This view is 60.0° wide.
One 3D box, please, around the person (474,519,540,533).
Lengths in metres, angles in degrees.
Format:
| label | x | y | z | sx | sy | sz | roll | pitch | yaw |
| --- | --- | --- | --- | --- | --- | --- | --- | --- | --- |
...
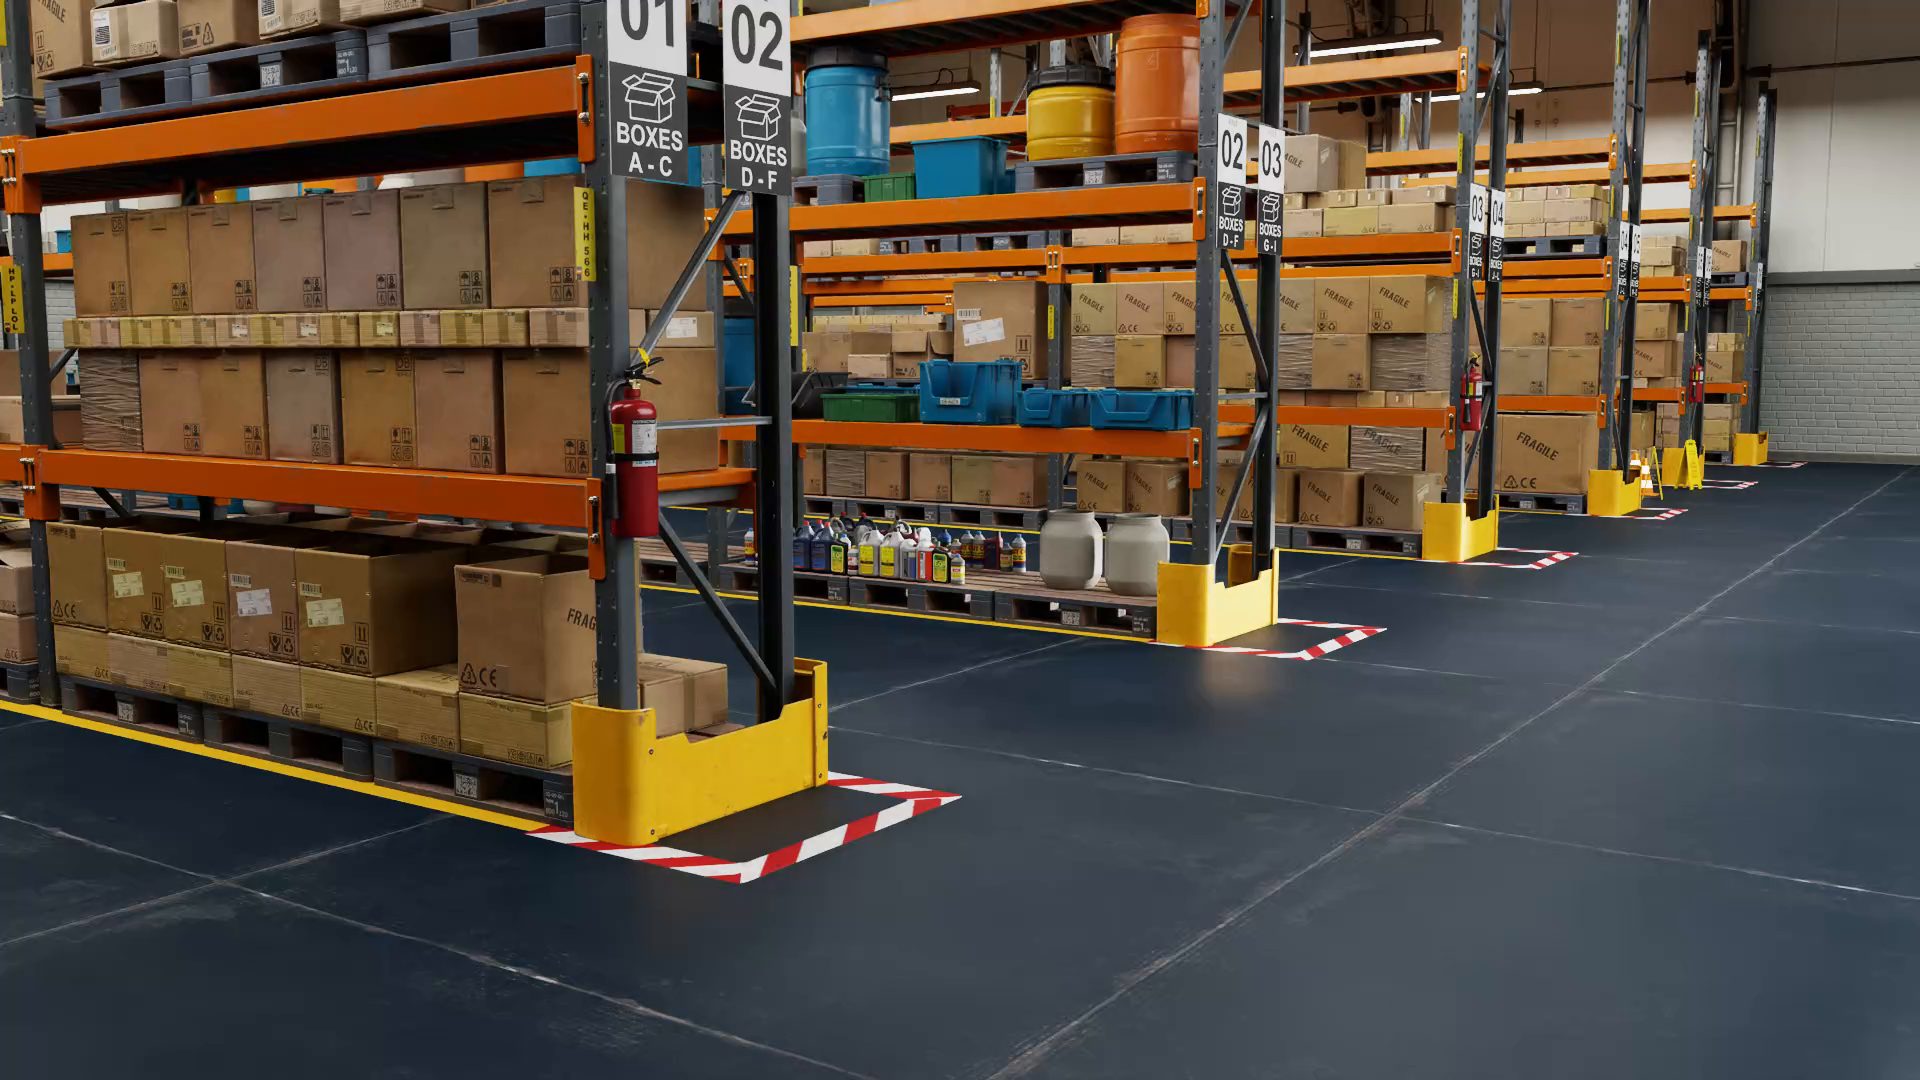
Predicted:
| label | x | y | z | sx | sy | sz | roll | pitch | yaw |
| --- | --- | --- | --- | --- | --- | --- | --- | --- | --- |
| person | -2.860 | -0.230 | 10.571 | 0.485 | 1.751 | 0.518 | -4 | 8 | -33 |
